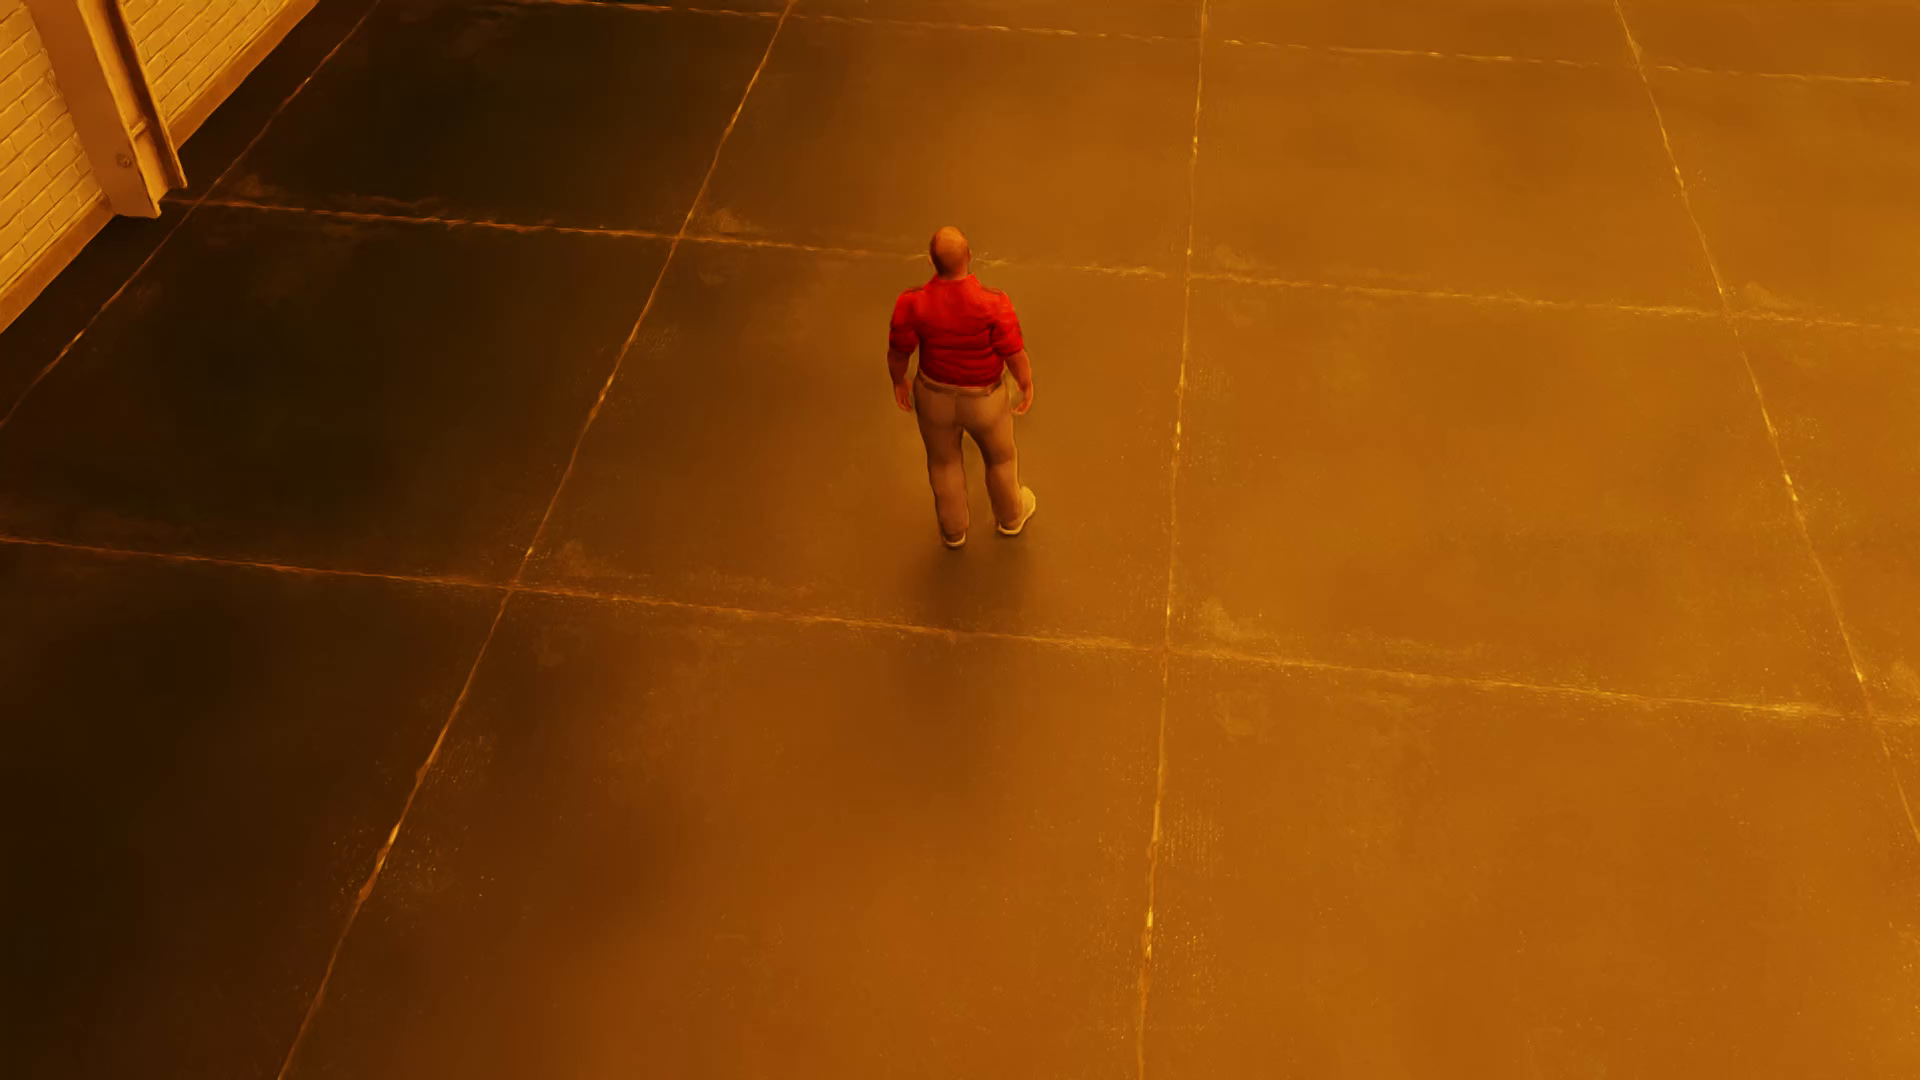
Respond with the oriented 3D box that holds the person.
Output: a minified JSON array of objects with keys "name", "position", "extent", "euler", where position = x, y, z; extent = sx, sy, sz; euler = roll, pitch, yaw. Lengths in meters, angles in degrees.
[{"name":"person","position":[0.024,-0.701,7.366],"extent":[0.640,1.726,0.550],"euler":[5,43,6]}]
